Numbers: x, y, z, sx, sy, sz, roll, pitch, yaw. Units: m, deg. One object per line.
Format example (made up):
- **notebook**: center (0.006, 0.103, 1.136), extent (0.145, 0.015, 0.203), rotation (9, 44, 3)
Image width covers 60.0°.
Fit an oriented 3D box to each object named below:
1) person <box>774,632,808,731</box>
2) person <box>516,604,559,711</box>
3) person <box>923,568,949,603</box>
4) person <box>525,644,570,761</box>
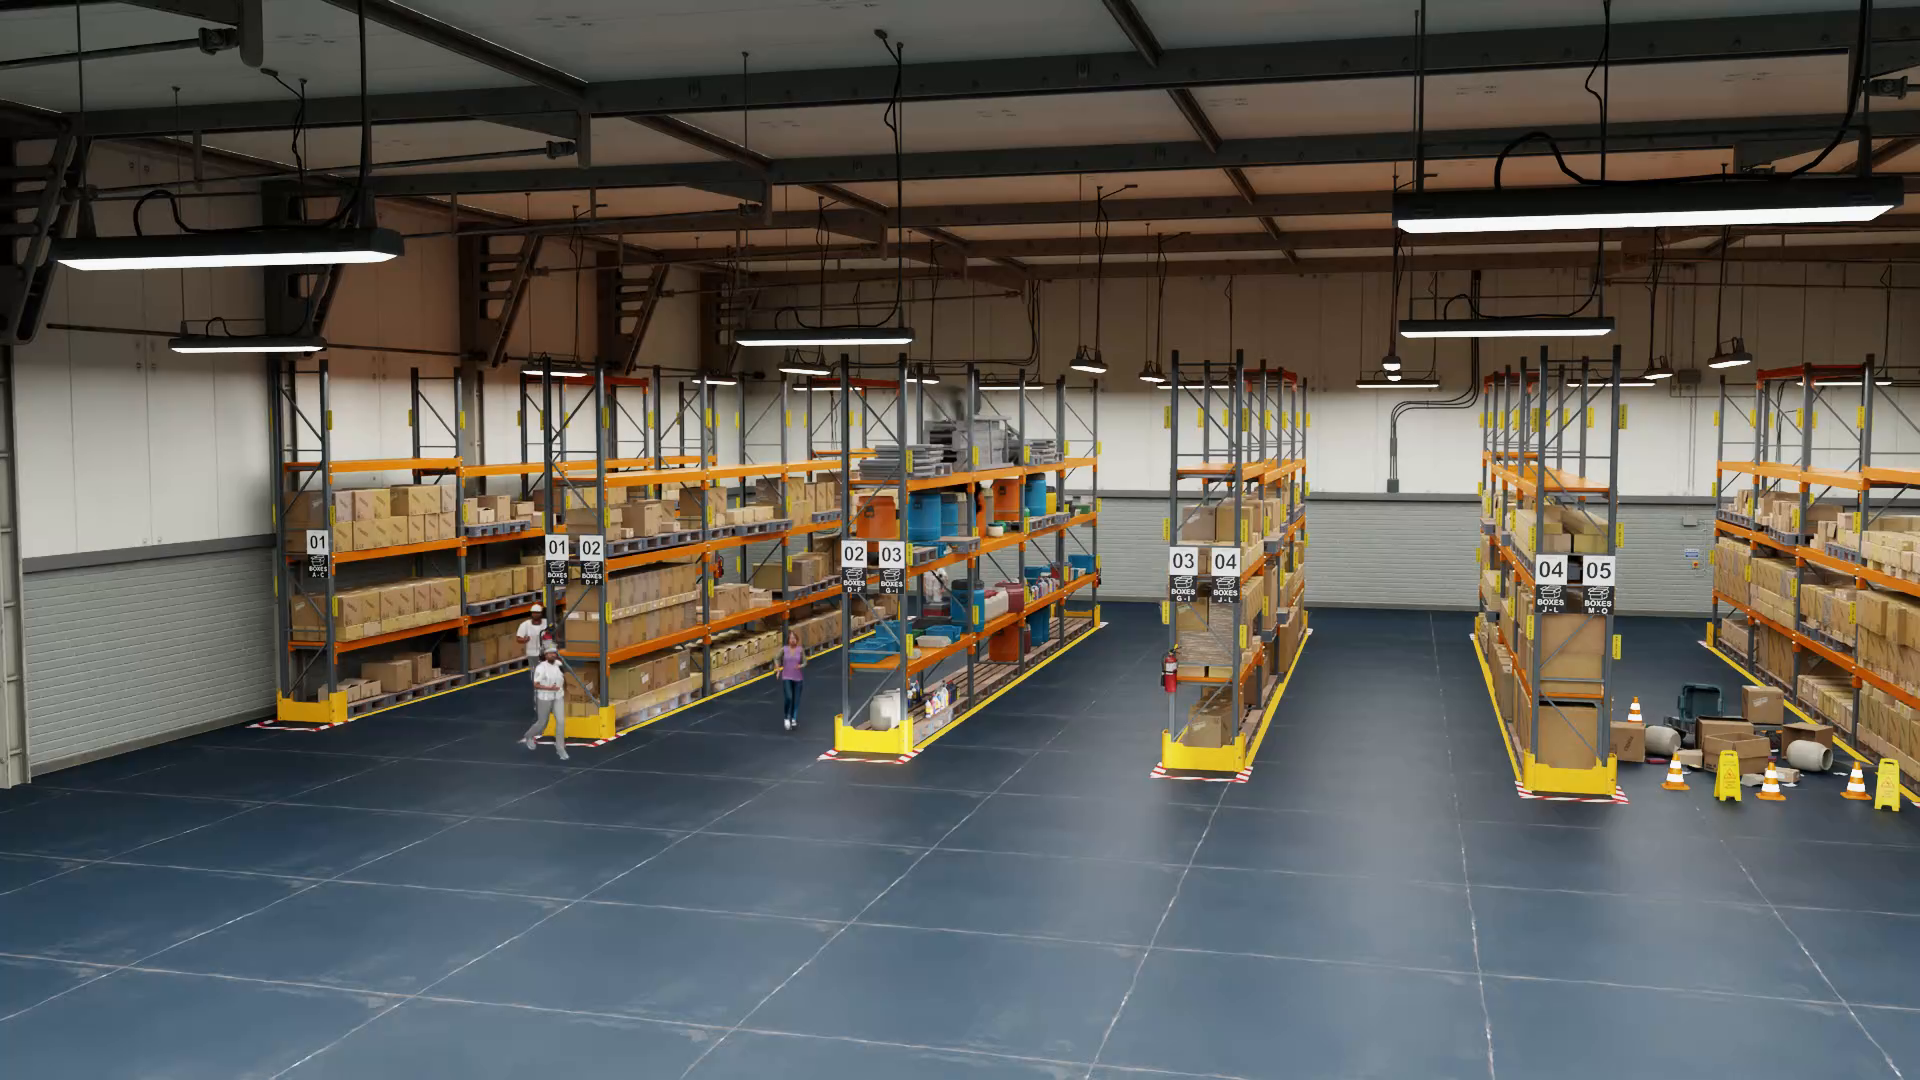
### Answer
- **person**: center (-2.715, 2.273, 26.821), extent (0.508, 1.593, 0.663), rotation (-1, 4, -16)
- **person**: center (-7.373, 2.013, 29.039), extent (0.681, 1.803, 0.897), rotation (0, 4, -4)
- **person**: center (-0.601, 1.286, 40.079), extent (0.677, 1.764, 0.841), rotation (1, 4, 9)
- **person**: center (-6.114, 2.379, 24.764), extent (0.588, 1.717, 0.933), rotation (-4, 5, -41)
